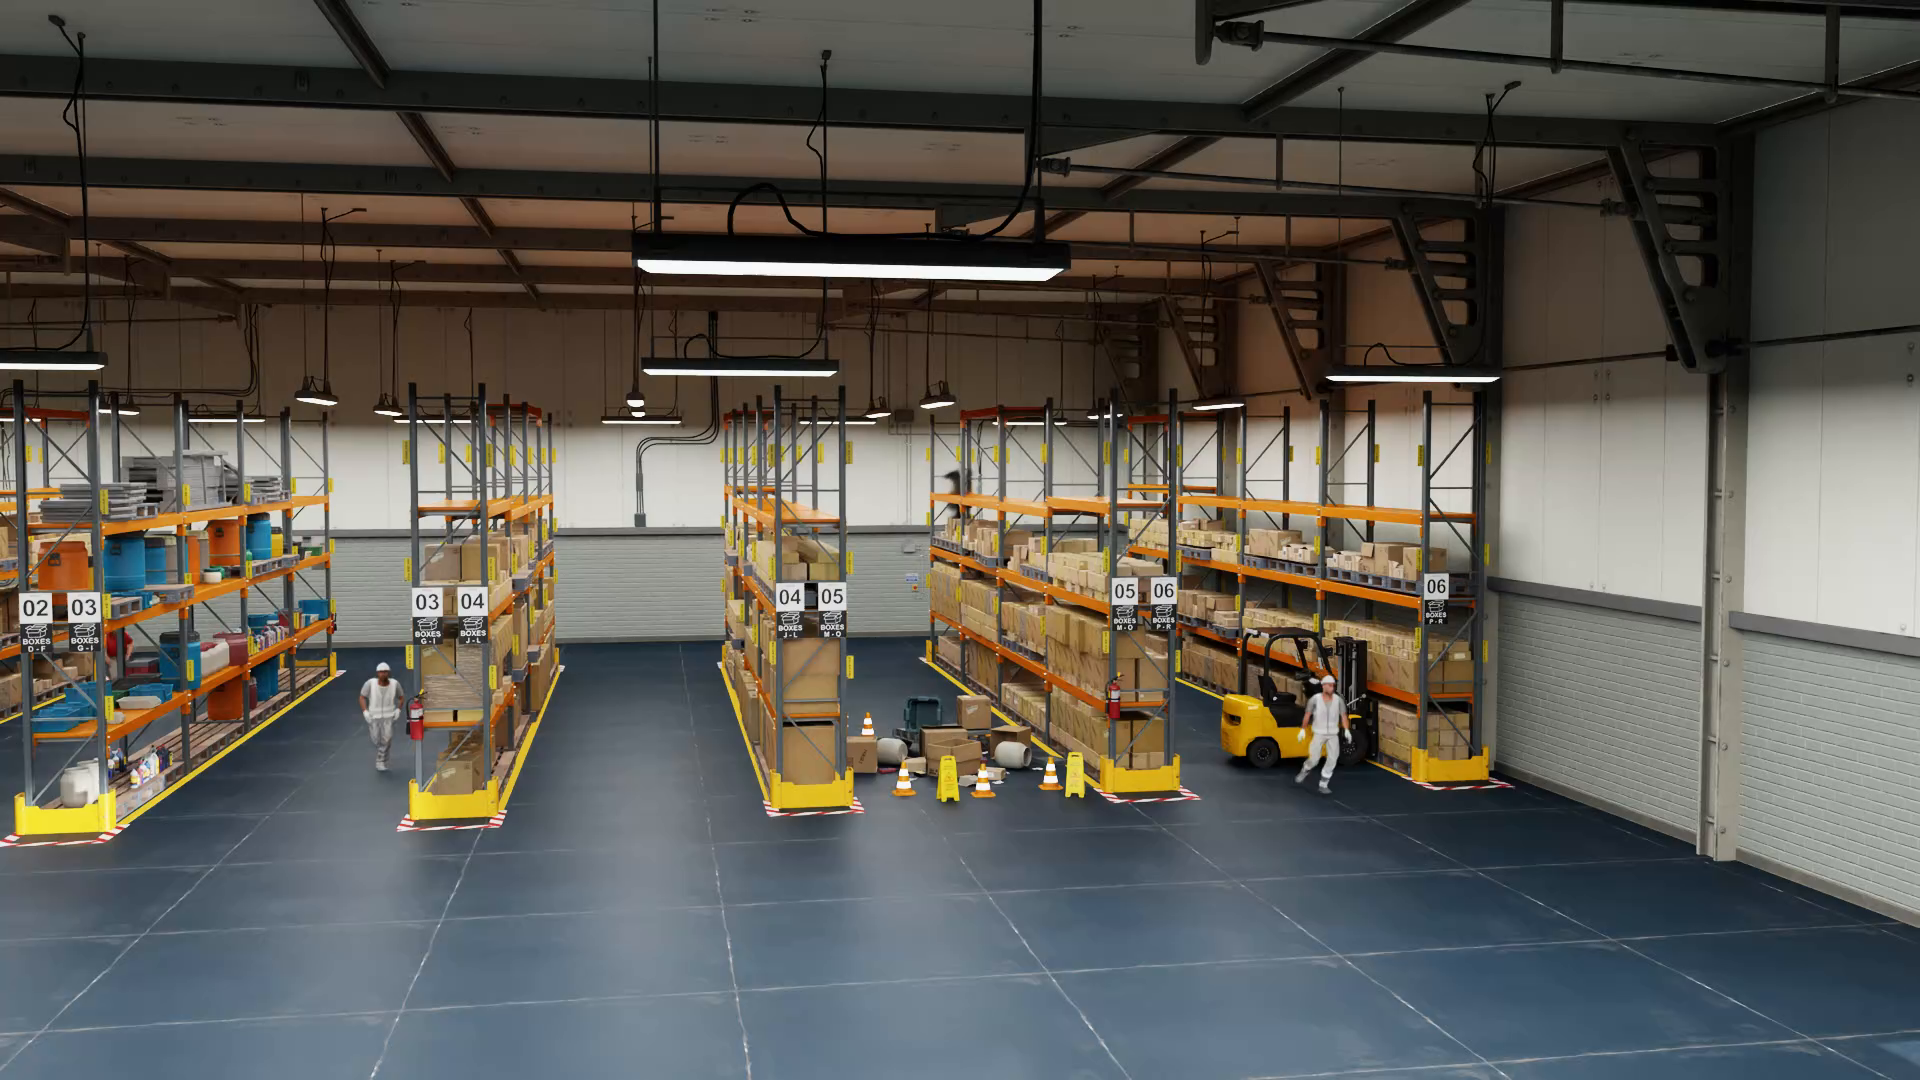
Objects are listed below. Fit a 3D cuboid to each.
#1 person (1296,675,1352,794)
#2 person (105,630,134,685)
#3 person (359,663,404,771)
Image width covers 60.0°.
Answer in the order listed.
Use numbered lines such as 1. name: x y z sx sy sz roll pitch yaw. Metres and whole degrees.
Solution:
1. person: 5.384 2.872 24.672 0.706 1.747 0.697 0 3 -5
2. person: -17.416 2.473 34.384 0.711 1.578 0.877 -2 4 -37
3. person: -9.220 2.802 26.532 0.679 1.722 0.587 -1 3 -19
